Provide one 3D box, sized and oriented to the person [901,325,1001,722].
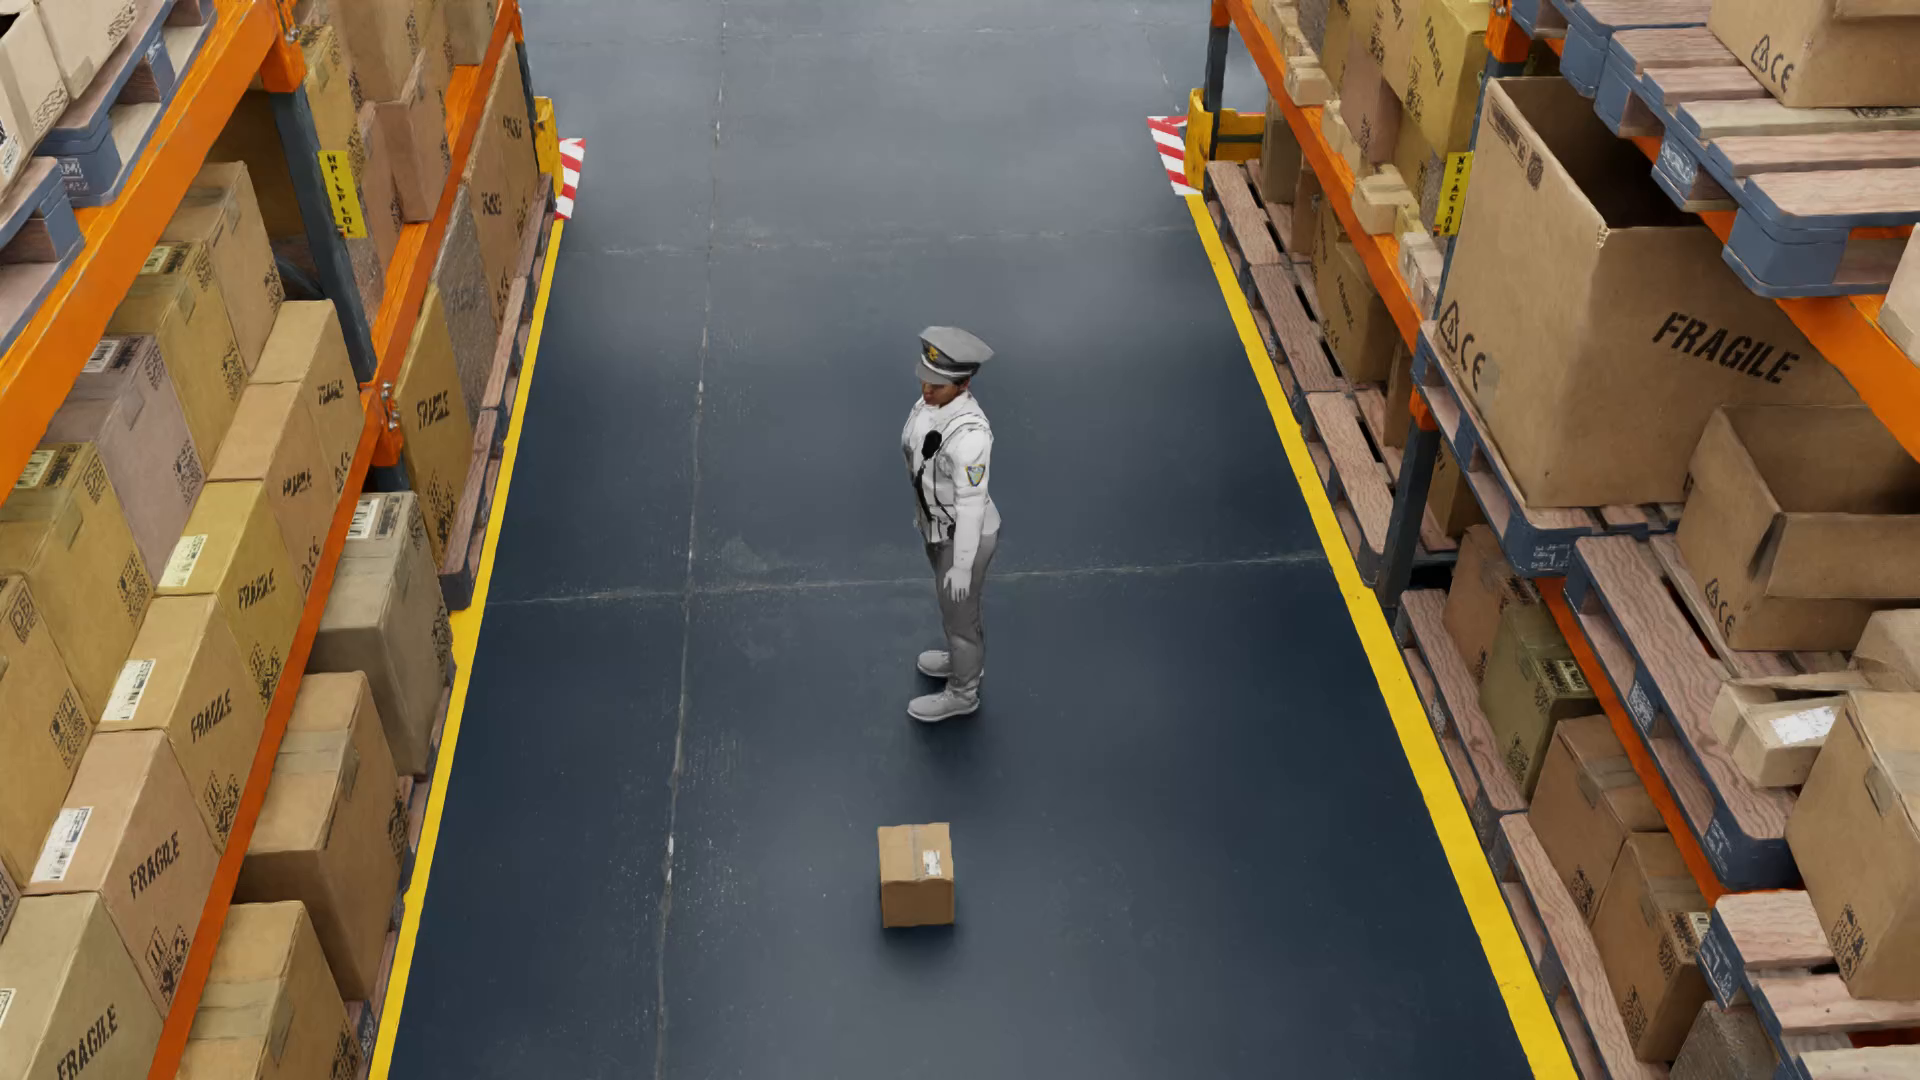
[{"bbox_3d":[-0.051,-0.036,6.147,0.372,1.694,0.528,-10,40,-12],"label":"person"}]
